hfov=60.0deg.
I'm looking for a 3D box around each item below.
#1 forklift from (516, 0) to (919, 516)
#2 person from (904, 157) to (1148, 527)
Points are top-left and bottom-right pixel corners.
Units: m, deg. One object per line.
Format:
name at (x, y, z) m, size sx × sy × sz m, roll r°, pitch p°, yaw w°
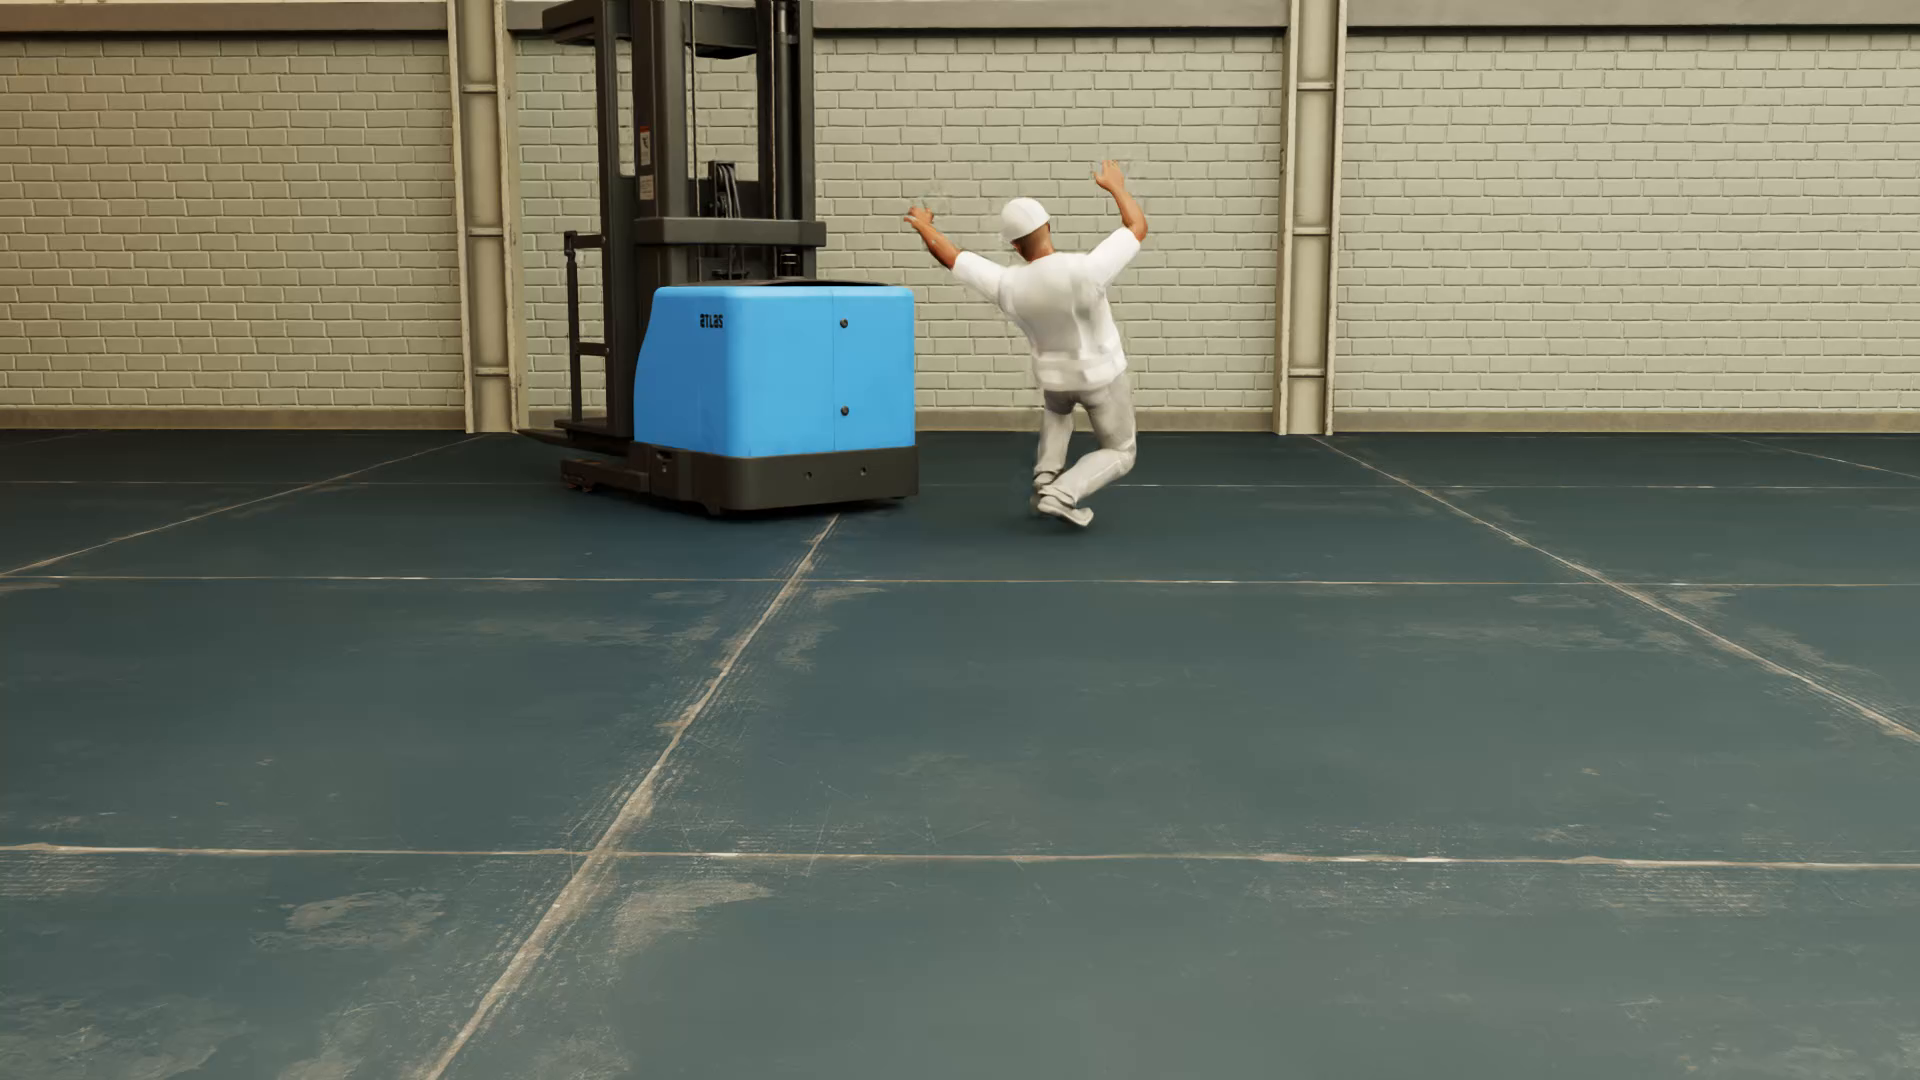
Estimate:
forklift at (-1.487, -1.736, 8.787) m, size 1.130 × 2.935 × 3.031 m, roll -6°, pitch 11°, yaw -36°
person at (0.321, -0.883, 7.547) m, size 1.137 × 1.663 × 0.832 m, roll 6°, pitch 10°, yaw 32°
